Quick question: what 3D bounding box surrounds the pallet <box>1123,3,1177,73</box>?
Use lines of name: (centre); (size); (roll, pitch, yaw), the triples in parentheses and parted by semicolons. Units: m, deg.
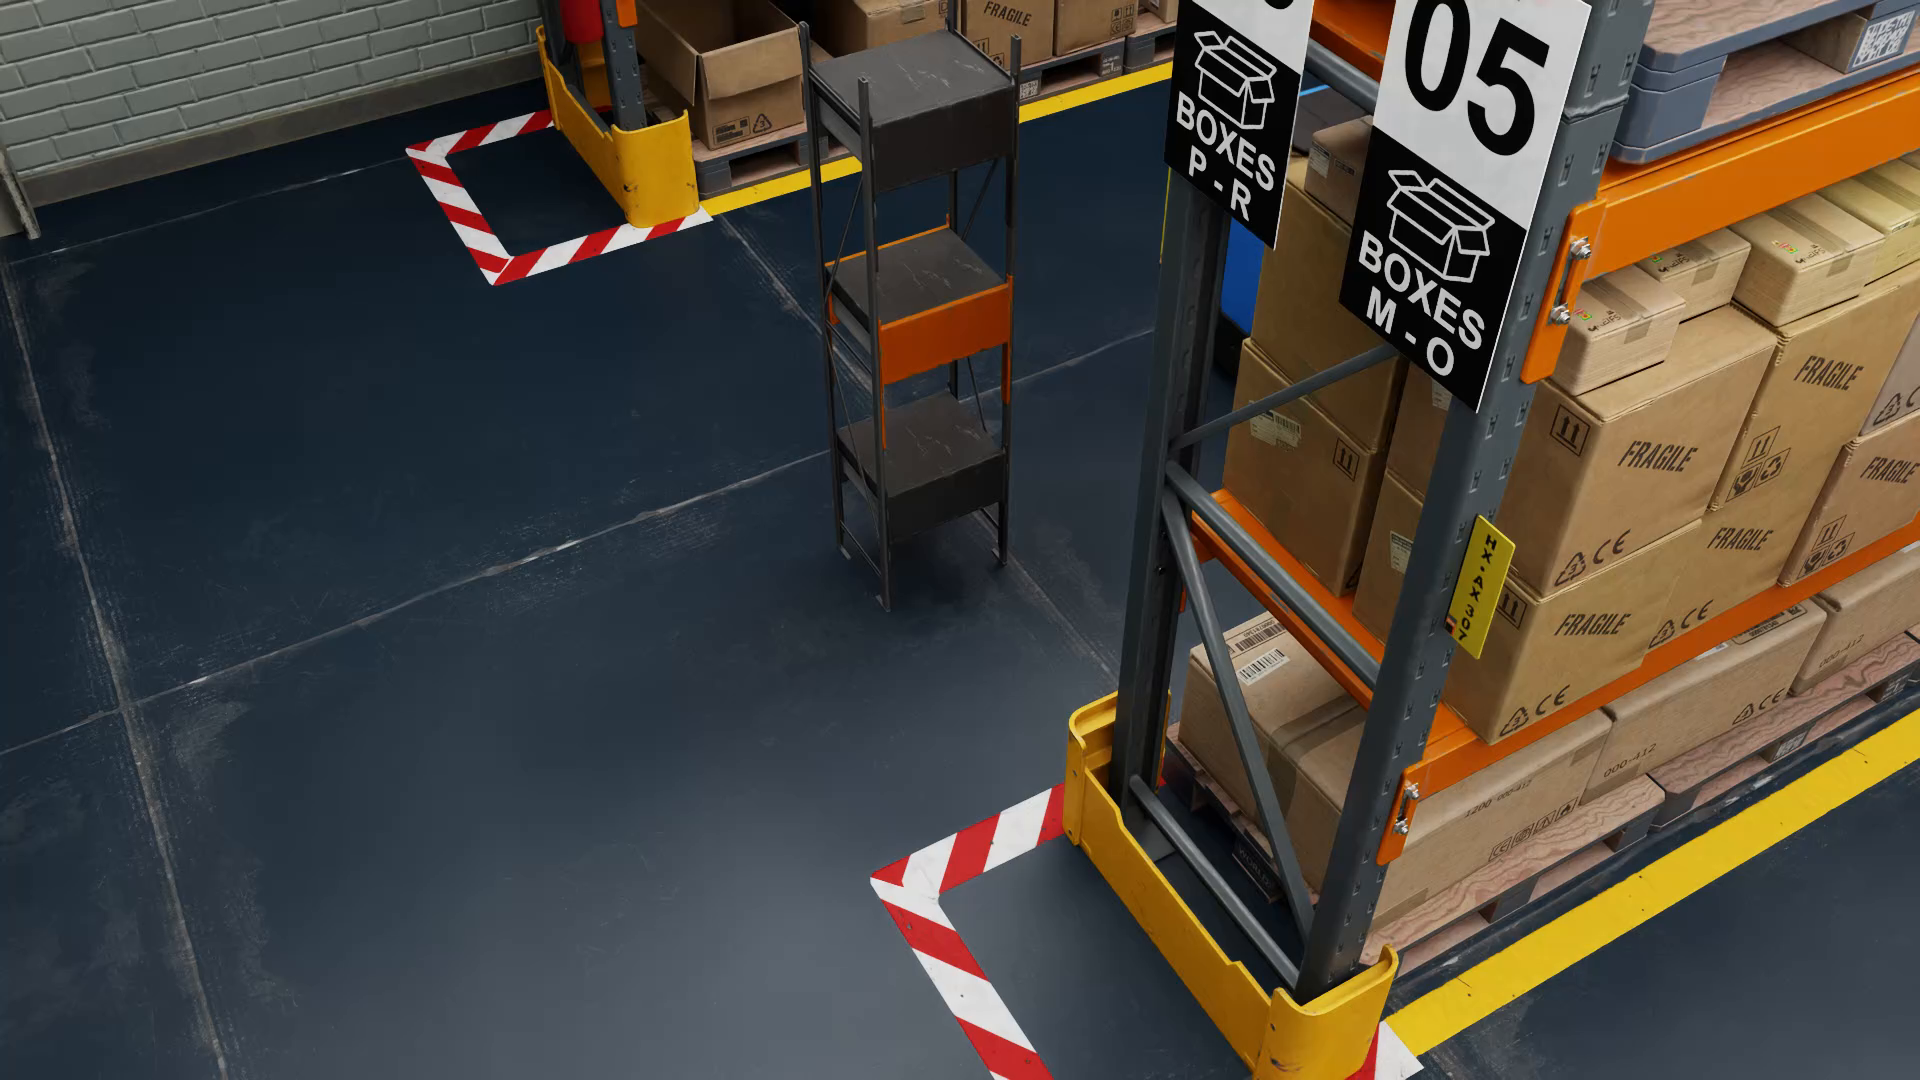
pallet: (1.159, -3.046, 9.237); (1.213, 0.211, 1.003); (-22, 48, -21)

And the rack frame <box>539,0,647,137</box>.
rack frame: (-1.713, -2.896, 7.081); (0.127, 3.000, 1.000); (-22, 48, -21)

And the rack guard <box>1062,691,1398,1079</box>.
rack guard: (0.742, 1.005, 4.856); (0.348, 0.500, 1.175); (-22, 48, -21)

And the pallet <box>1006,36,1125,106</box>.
pallet: (0.100, -2.620, 8.798); (1.213, 0.211, 1.003); (-22, 48, -21)

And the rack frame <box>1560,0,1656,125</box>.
rack frame: (0.763, -2.053, 1.904); (0.127, 3.000, 1.000); (-22, 48, -21)

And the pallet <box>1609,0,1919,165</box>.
pallet: (1.401, -1.209, 3.251); (1.213, 0.211, 1.003); (-22, 48, -21)

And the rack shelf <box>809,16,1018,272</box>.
rack shelf: (-0.144, -1.189, 4.982); (0.480, 0.518, 0.431); (-22, 48, -21)

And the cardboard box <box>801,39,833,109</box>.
cardboard box: (-0.748, -2.303, 8.215); (0.250, 0.149, 0.380); (-24, 49, -22)

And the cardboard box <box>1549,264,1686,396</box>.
cardboard box: (1.208, -0.484, 3.339); (0.250, 0.149, 0.380); (-21, 48, -20)

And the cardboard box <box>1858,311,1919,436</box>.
cardboard box: (2.208, -0.656, 3.983); (0.500, 0.500, 0.500); (-22, 48, -21)

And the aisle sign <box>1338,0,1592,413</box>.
aisle sign: (0.845, -0.633, 2.882); (0.004, 0.787, 0.394); (-22, 48, -21)

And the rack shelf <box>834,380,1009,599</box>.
rack shelf: (-0.144, -0.184, 5.957); (0.480, 0.518, 0.431); (-22, 48, -21)

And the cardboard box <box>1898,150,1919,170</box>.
cardboard box: (2.103, -0.864, 3.731); (0.250, 0.149, 0.380); (-21, 48, -21)

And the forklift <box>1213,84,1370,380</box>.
forklift: (2.507, -2.109, 6.319); (3.031, 2.935, 1.130); (-21, 48, -20)

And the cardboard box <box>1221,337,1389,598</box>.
cardboard box: (1.049, -0.263, 4.296); (0.500, 0.500, 0.500); (-22, 48, -21)

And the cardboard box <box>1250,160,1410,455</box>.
cardboard box: (1.062, -0.606, 3.931); (0.500, 0.500, 0.500); (-20, 48, -20)

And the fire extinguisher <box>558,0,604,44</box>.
fire extinguisher: (-1.611, -2.405, 6.897); (0.183, 0.674, 0.296); (-22, 48, -21)

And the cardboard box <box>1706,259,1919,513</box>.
cardboard box: (1.765, -0.473, 3.794); (0.500, 0.500, 0.500); (-23, 49, -22)

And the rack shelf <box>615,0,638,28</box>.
rack shelf: (0.021, -3.332, 8.046); (4.000, 0.370, 1.077); (-22, 48, -21)

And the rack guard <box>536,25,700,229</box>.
rack guard: (-1.647, -2.026, 7.978); (0.348, 0.500, 1.175); (-22, 48, -21)

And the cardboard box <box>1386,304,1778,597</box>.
cardboard box: (1.321, -0.290, 3.605); (0.500, 0.500, 0.500); (-23, 49, -22)

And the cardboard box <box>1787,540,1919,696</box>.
cardboard box: (2.857, -0.055, 5.692); (0.875, 0.438, 0.875); (-23, 49, -22)

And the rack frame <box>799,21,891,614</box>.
rack frame: (-0.355, -0.611, 5.372); (0.015, 2.100, 0.400); (-22, 48, -21)

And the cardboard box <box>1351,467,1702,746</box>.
cardboard box: (1.322, 0.071, 3.952); (0.500, 0.500, 0.500); (-22, 48, -21)

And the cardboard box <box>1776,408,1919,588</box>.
cardboard box: (2.197, -0.287, 4.321); (0.500, 0.500, 0.500); (-22, 48, -21)

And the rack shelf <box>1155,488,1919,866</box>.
rack shelf: (2.497, -0.336, 4.959); (4.000, 0.370, 1.077); (-22, 48, -21)

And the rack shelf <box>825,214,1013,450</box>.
rack shelf: (-0.144, -0.686, 5.469); (0.480, 0.518, 0.431); (-22, 48, -21)

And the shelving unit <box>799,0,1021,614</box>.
shelving unit: (-0.144, -0.696, 5.460); (0.503, 2.100, 0.431); (-22, 48, -21)

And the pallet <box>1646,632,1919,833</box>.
pallet: (2.474, 0.355, 5.733); (1.213, 0.211, 1.003); (-22, 48, -21)

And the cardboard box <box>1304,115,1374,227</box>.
cardboard box: (0.974, -0.773, 3.638); (0.250, 0.149, 0.380); (-21, 48, -20)

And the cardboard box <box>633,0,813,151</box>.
cardboard box: (-1.136, -2.306, 7.964); (0.637, 0.503, 0.797); (-24, 49, -22)

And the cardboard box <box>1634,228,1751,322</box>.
cardboard box: (1.400, -0.618, 3.477); (0.250, 0.149, 0.380); (-21, 48, -20)

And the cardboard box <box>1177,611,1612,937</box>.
cardboard box: (1.285, 0.579, 5.038); (0.875, 0.438, 0.875); (-23, 49, -22)

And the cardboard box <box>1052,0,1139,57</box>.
cardboard box: (0.525, -2.938, 8.617); (0.500, 0.500, 0.700); (-24, 49, -22)

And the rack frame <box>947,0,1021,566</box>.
rack frame: (0.068, -0.781, 5.547); (0.015, 2.100, 0.400); (-22, 48, -21)

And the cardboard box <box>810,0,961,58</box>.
cardboard box: (-0.375, -2.578, 8.246); (0.500, 0.500, 0.700); (-20, 48, -19)

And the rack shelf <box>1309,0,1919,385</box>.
rack shelf: (2.497, -1.413, 3.914); (4.000, 0.370, 1.077); (-22, 48, -21)

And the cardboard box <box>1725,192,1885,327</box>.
cardboard box: (1.683, -0.639, 3.499); (0.250, 0.149, 0.380); (-20, 48, -20)

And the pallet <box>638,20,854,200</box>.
pallet: (-0.957, -2.199, 8.365); (1.213, 0.211, 1.003); (-22, 48, -21)

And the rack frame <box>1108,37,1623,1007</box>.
rack frame: (0.763, 0.100, 3.994); (0.127, 3.000, 1.000); (-22, 48, -21)

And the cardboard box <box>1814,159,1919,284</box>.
cardboard box: (1.902, -0.741, 3.604); (0.250, 0.149, 0.380); (-23, 49, -22)

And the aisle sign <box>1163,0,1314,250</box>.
aisle sign: (0.546, -0.996, 3.255); (0.004, 0.787, 0.394); (-22, 48, -21)

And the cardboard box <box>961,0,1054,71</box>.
cardboard box: (0.133, -2.701, 8.373); (0.500, 0.500, 0.500); (-21, 48, -20)

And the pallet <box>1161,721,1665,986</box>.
pallet: (1.417, 0.776, 5.299); (1.213, 0.211, 1.003); (-22, 48, -21)

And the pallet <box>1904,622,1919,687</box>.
pallet: (3.533, -0.071, 6.172); (1.213, 0.211, 1.003); (-22, 48, -21)

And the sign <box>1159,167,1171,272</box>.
sign: (0.504, -0.733, 3.850); (0.005, 0.325, 0.100); (-22, 48, -21)

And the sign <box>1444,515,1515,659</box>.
sign: (1.034, 0.098, 3.317); (0.005, 0.325, 0.100); (-22, 48, -21)

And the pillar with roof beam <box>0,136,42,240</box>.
pillar with roof beam: (-2.356, -2.059, 1.910); (0.400, 9.000, 9.100); (-22, 48, -21)

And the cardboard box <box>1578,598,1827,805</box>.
cardboard box: (2.074, 0.256, 5.370); (0.875, 0.438, 0.875); (-21, 48, -20)

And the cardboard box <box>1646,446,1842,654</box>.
cardboard box: (1.747, -0.122, 4.150); (0.500, 0.500, 0.500); (-22, 48, -21)

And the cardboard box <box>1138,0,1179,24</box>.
cardboard box: (1.109, -2.959, 8.807); (0.258, 0.266, 0.396); (-20, 48, -20)
